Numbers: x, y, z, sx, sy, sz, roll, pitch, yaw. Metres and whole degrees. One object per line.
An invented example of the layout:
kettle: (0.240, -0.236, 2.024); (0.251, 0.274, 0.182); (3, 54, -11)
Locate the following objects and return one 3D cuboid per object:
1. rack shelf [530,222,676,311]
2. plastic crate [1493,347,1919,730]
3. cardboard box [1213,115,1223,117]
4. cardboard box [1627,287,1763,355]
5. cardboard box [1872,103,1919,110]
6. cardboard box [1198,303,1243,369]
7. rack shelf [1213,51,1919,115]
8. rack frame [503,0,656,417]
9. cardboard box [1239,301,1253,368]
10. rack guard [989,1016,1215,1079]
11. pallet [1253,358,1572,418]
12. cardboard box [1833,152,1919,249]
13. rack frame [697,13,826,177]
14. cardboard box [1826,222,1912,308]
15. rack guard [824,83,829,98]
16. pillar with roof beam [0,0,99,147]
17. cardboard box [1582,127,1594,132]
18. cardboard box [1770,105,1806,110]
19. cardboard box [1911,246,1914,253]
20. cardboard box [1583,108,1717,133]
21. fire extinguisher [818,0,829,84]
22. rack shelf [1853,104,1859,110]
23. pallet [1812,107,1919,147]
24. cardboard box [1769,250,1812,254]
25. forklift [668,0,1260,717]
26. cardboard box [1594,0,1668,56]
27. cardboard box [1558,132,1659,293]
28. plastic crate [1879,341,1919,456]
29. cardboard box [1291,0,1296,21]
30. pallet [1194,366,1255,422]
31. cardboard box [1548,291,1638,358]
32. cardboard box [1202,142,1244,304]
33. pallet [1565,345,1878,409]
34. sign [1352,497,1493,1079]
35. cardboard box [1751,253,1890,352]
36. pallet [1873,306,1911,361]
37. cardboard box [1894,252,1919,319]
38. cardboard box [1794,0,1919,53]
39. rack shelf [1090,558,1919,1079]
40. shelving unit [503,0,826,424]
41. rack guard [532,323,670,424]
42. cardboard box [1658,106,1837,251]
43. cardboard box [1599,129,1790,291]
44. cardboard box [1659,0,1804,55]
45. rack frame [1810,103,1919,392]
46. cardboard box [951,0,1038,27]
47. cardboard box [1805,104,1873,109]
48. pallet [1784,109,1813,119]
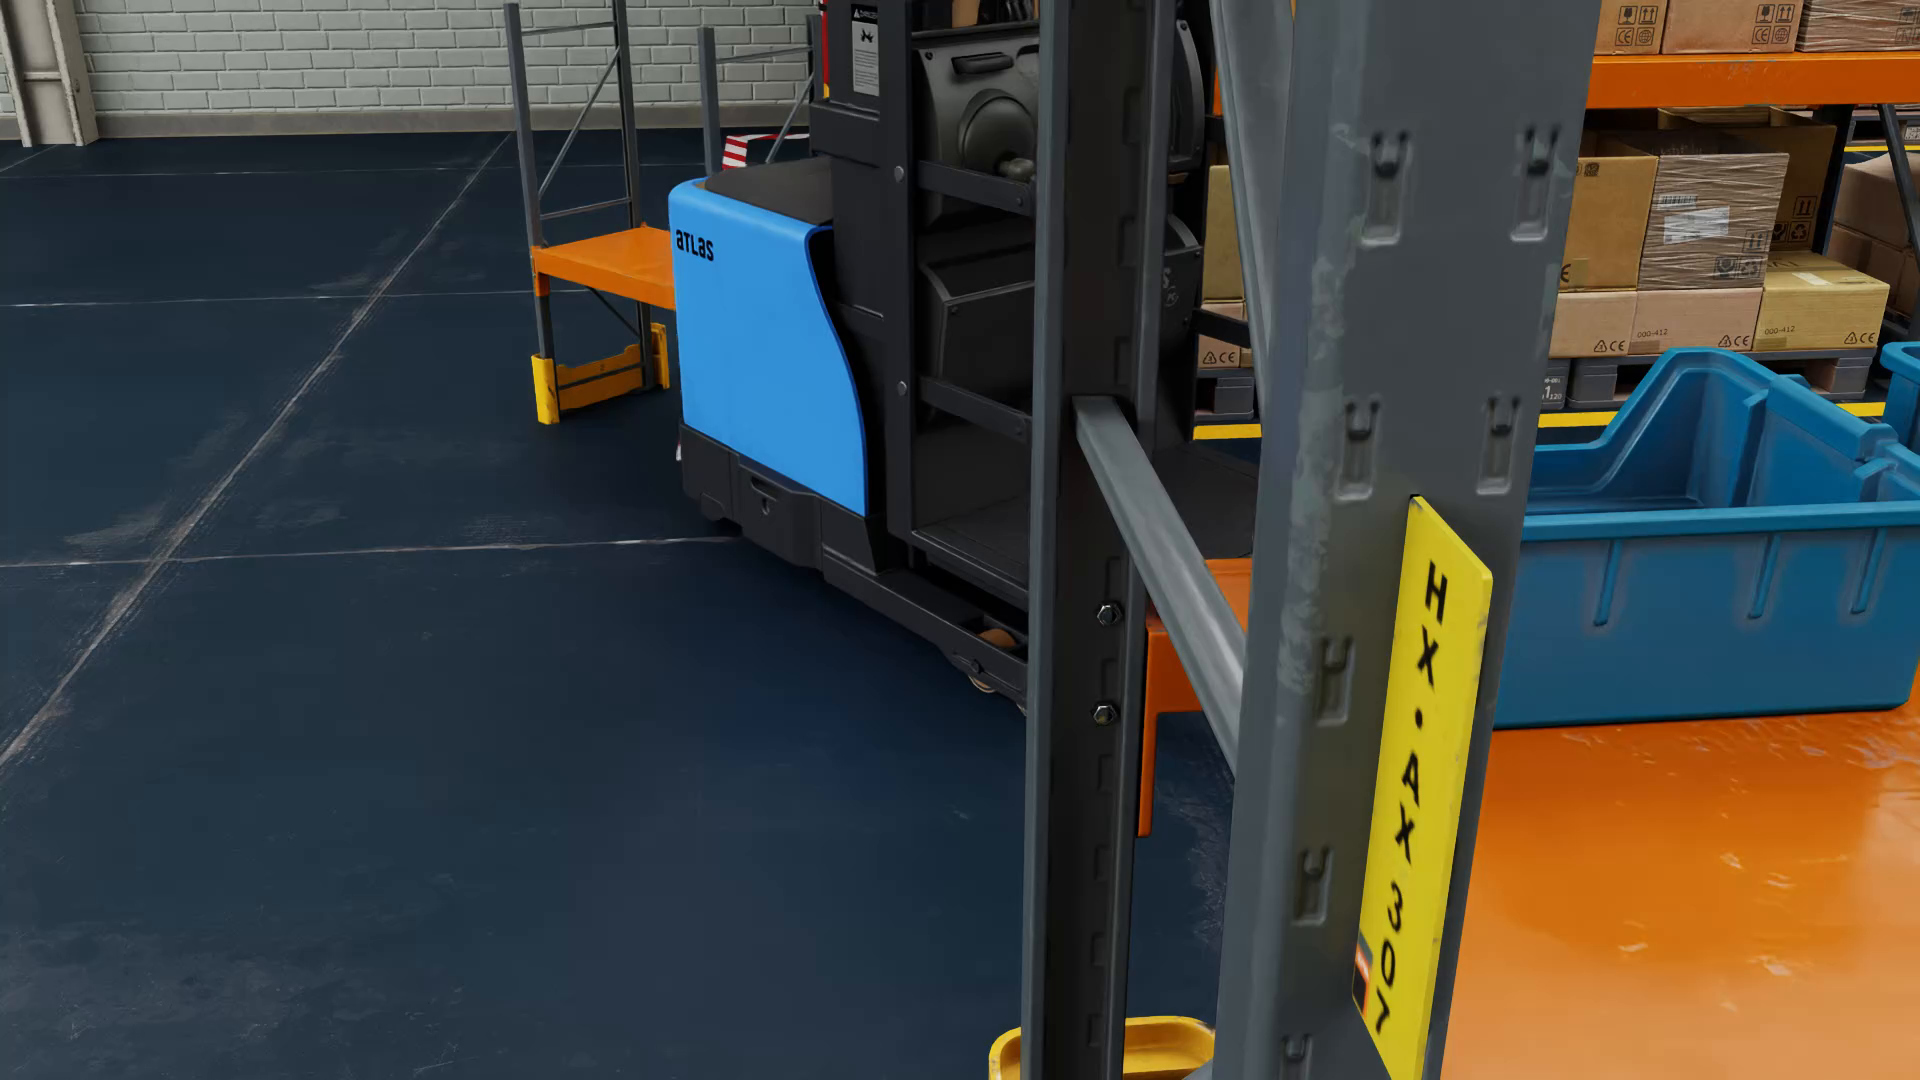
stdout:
rack shelf: (-1.007, -0.921, 5.919); (1.000, 0.185, 0.538); (20, 31, 37)
plastic crate: (0.662, -0.024, 1.794); (0.616, 0.251, 0.499); (-2, 24, -5)
cardboard box: (1.208, -1.419, 6.694); (0.500, 0.500, 0.500); (-2, 24, -5)
cardboard box: (2.752, -0.926, 6.508); (0.500, 0.250, 0.500); (-2, 24, -5)
cardboard box: (6.469, -3.284, 11.481); (0.500, 0.500, 0.700); (-2, 24, -4)
cardboard box: (0.763, -0.842, 6.319); (0.500, 0.250, 0.500); (-2, 24, -5)
rack shelf: (1.700, -1.704, 6.277); (4.000, 0.370, 1.077); (-2, 24, -5)
rack frame: (-1.387, -1.223, 6.154); (0.032, 1.500, 0.500); (20, 31, 37)
cardboard box: (1.260, -0.861, 6.363); (0.500, 0.250, 0.500); (-2, 24, -5)
rack guard: (0.264, 1.169, 2.004); (0.348, 0.500, 1.175); (-2, 24, -5)
pallet: (1.678, -0.774, 6.731); (1.213, 0.211, 1.003); (-2, 24, -5)
cardboard box: (4.065, -1.437, 6.967); (0.500, 0.311, 0.500); (-2, 24, -5)
rack frame: (-0.626, -0.949, 5.538); (0.032, 1.500, 0.500); (20, 31, 37)
cardboard box: (4.075, -1.182, 7.085); (0.500, 0.250, 0.500); (-3, 24, -6)
rack guard: (-0.705, -2.816, 10.971); (0.348, 0.500, 1.175); (-2, 24, -5)
pillar with roof beam: (-5.717, -5.095, 5.633); (0.400, 9.000, 9.100); (-2, 24, -5)
cardboard box: (2.203, -1.459, 6.785); (0.500, 0.500, 0.500); (-2, 24, -5)
cardboard box: (5.453, -3.279, 11.470); (0.500, 0.500, 0.700); (-2, 24, -5)
cardboard box: (4.126, -1.221, 6.481); (0.500, 0.311, 0.500); (-2, 24, -5)
cardboard box: (2.701, -1.476, 6.823); (0.500, 0.500, 0.500); (-2, 24, -5)
fire extinguisher: (-0.453, -2.101, 6.379); (0.183, 0.674, 0.296); (-2, 24, -5)
rack shelf: (5.681, -1.864, 6.637); (4.000, 0.370, 1.077); (-2, 24, -5)
pallet: (6.403, -2.970, 11.672); (1.213, 0.211, 1.003); (-2, 24, -5)
cardboard box: (3.199, -1.152, 7.018); (0.500, 0.250, 0.500); (-2, 24, -5)
forklift: (0.417, -1.108, 4.135); (1.130, 2.935, 3.031); (-18, 30, -35)
cardboard box: (2.226, -2.096, 6.150); (0.500, 0.500, 0.700); (-2, 24, -4)
cardboard box: (2.255, -1.248, 6.309); (0.500, 0.500, 0.500); (-2, 24, -5)
plastic crate: (1.309, -0.048, 1.847); (0.408, 0.251, 0.499); (-2, 24, -5)
cardboard box: (1.193, -2.053, 6.052); (0.500, 0.500, 0.700); (-2, 24, -5)
pallet: (0.467, -0.727, 6.625); (1.213, 0.211, 1.003); (-2, 24, -5)
cardboard box: (2.256, -0.900, 6.449); (0.500, 0.250, 0.500); (-2, 24, -5)
cardboard box: (0.763, -1.184, 6.165); (0.500, 0.500, 0.500); (-2, 24, -5)
pallet: (2.895, -0.824, 6.844); (1.213, 0.211, 1.003); (-2, 24, -5)
sign: (0.243, 0.145, 0.890); (0.005, 0.325, 0.100); (-2, 24, -5)
cardboard box: (3.251, -0.942, 6.544); (0.500, 0.250, 0.500); (-2, 24, -5)
pallet: (4.420, -0.884, 6.979); (1.213, 0.211, 1.003); (-2, 24, -5)
cardboard box: (4.116, -0.964, 6.595); (0.500, 0.250, 0.500); (-3, 24, -6)
cardboard box: (3.250, -2.138, 6.245); (0.500, 0.500, 0.700); (-3, 24, -7)
rack shelf: (2.183, 0.298, 1.773); (4.000, 0.370, 1.077); (-2, 24, -5)
shelving unit: (-1.000, -1.083, 5.841); (1.083, 1.500, 0.587); (20, 31, 37)
rack guard: (-1.373, -0.646, 6.396); (0.087, 0.250, 0.587); (20, 31, 37)
cardboard box: (3.198, -1.499, 6.875); (0.500, 0.500, 0.500); (-2, 24, -5)
cardboard box: (2.752, -1.269, 6.357); (0.500, 0.500, 0.500); (-2, 24, -5)
cardboard box: (2.725, -2.115, 6.192); (0.500, 0.500, 0.700); (-3, 24, -6)
rack frame: (3.691, -2.113, 6.311); (0.127, 3.000, 1.000); (-2, 24, -5)
cardboard box: (0.176, -2.012, 5.962); (0.500, 0.500, 0.700); (-2, 24, -5)
cardboard box: (5.945, -3.310, 11.540); (0.500, 0.500, 0.700); (-2, 24, -5)
pallet: (5.191, -2.923, 11.565); (1.213, 0.211, 1.003); (-2, 24, -5)
